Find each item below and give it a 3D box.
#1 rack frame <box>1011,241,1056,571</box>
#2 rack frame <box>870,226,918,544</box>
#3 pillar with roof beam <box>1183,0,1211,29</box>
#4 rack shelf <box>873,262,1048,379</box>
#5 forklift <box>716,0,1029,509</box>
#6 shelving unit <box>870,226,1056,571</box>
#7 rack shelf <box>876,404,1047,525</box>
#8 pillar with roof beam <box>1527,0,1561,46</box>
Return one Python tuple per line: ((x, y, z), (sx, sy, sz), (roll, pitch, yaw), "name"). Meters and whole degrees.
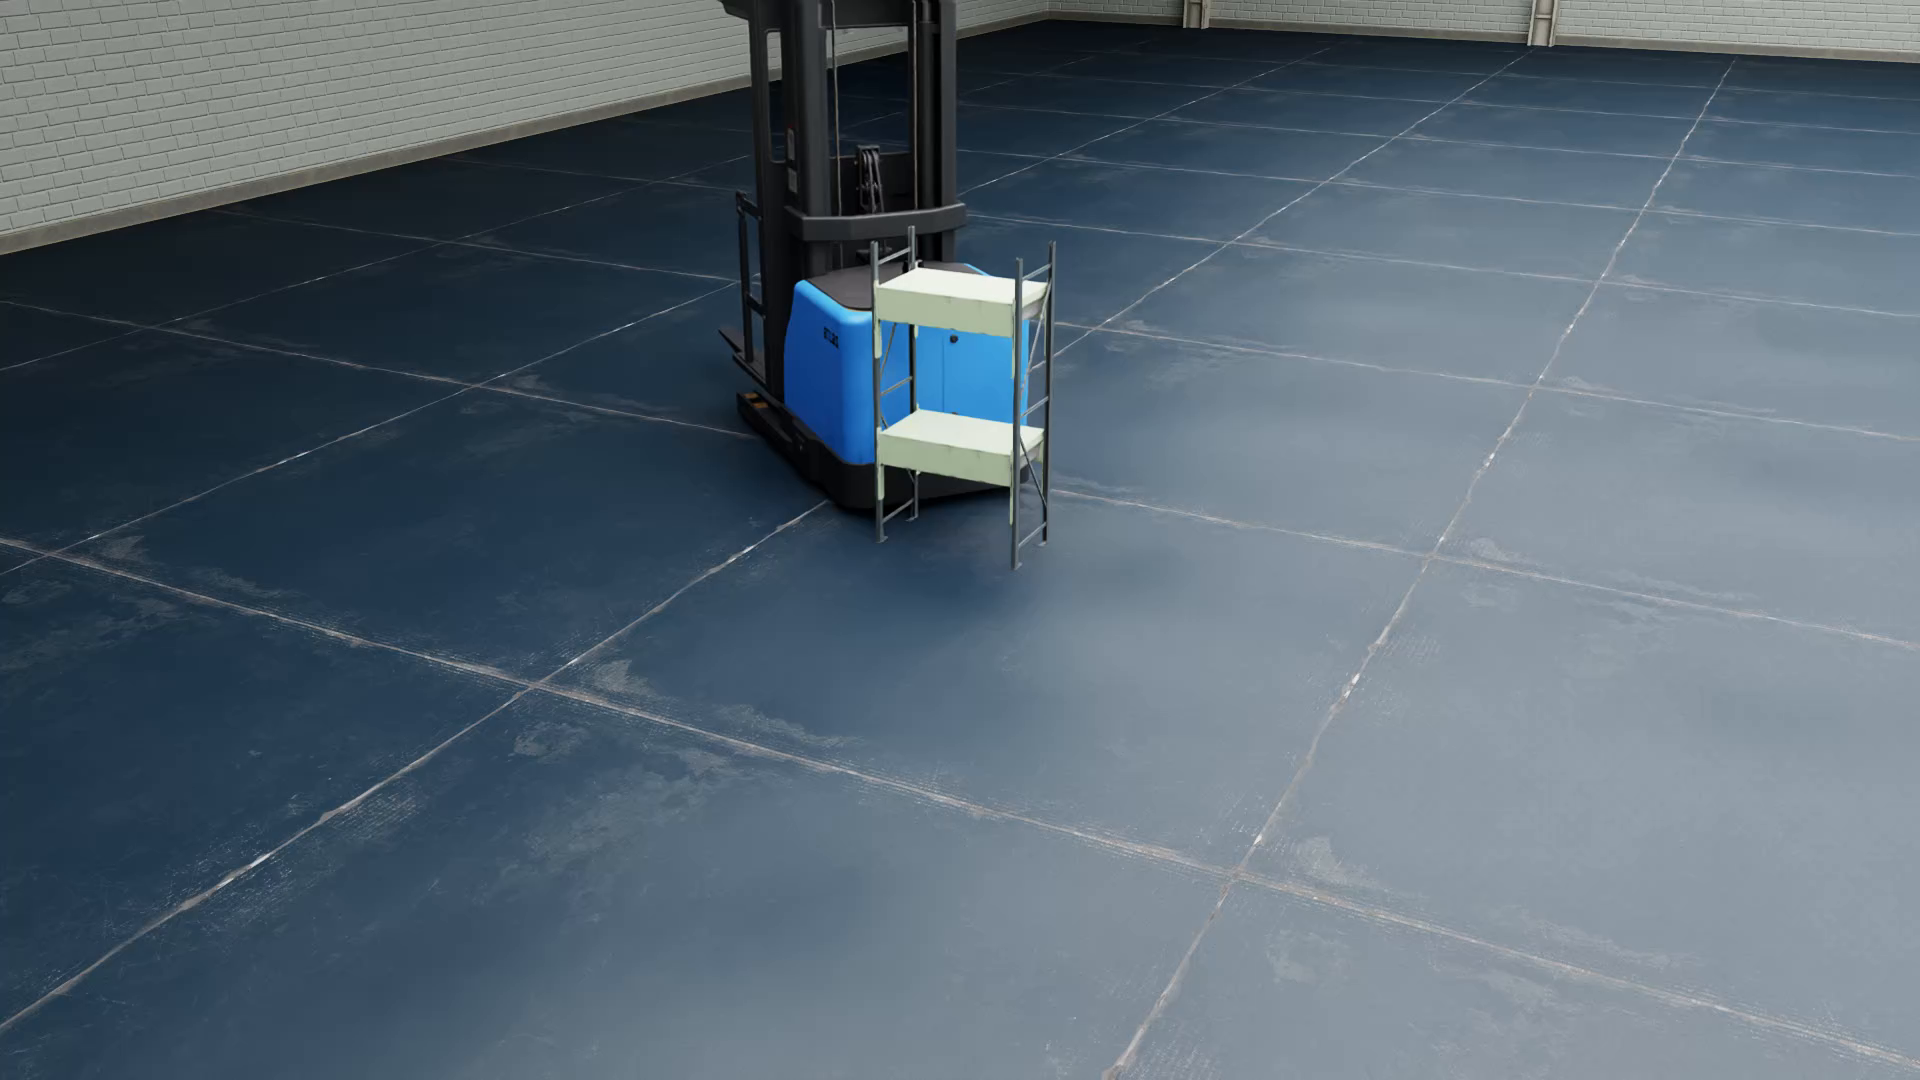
((0.341, -0.612, 7.773), (0.023, 1.500, 0.400), (11, 25, 24), "rack frame")
((-0.314, -0.740, 8.073), (0.023, 1.500, 0.400), (11, 25, 24), "rack frame")
((2.315, -11.891, 24.713), (0.400, 9.000, 9.100), (11, 25, 25), "pillar with roof beam")
((0.014, -1.035, 7.770), (0.720, 0.370, 0.431), (11, 25, 24), "rack shelf")
((-0.682, -2.052, 9.331), (1.130, 2.935, 3.031), (-10, 25, -21), "forklift")
((0.014, -0.676, 7.923), (0.755, 1.500, 0.431), (11, 25, 24), "shelving unit")
((0.014, -0.376, 8.050), (0.720, 0.370, 0.431), (11, 25, 24), "rack shelf")
((7.670, -10.832, 22.222), (0.400, 9.000, 9.100), (11, 25, 25), "pillar with roof beam")
